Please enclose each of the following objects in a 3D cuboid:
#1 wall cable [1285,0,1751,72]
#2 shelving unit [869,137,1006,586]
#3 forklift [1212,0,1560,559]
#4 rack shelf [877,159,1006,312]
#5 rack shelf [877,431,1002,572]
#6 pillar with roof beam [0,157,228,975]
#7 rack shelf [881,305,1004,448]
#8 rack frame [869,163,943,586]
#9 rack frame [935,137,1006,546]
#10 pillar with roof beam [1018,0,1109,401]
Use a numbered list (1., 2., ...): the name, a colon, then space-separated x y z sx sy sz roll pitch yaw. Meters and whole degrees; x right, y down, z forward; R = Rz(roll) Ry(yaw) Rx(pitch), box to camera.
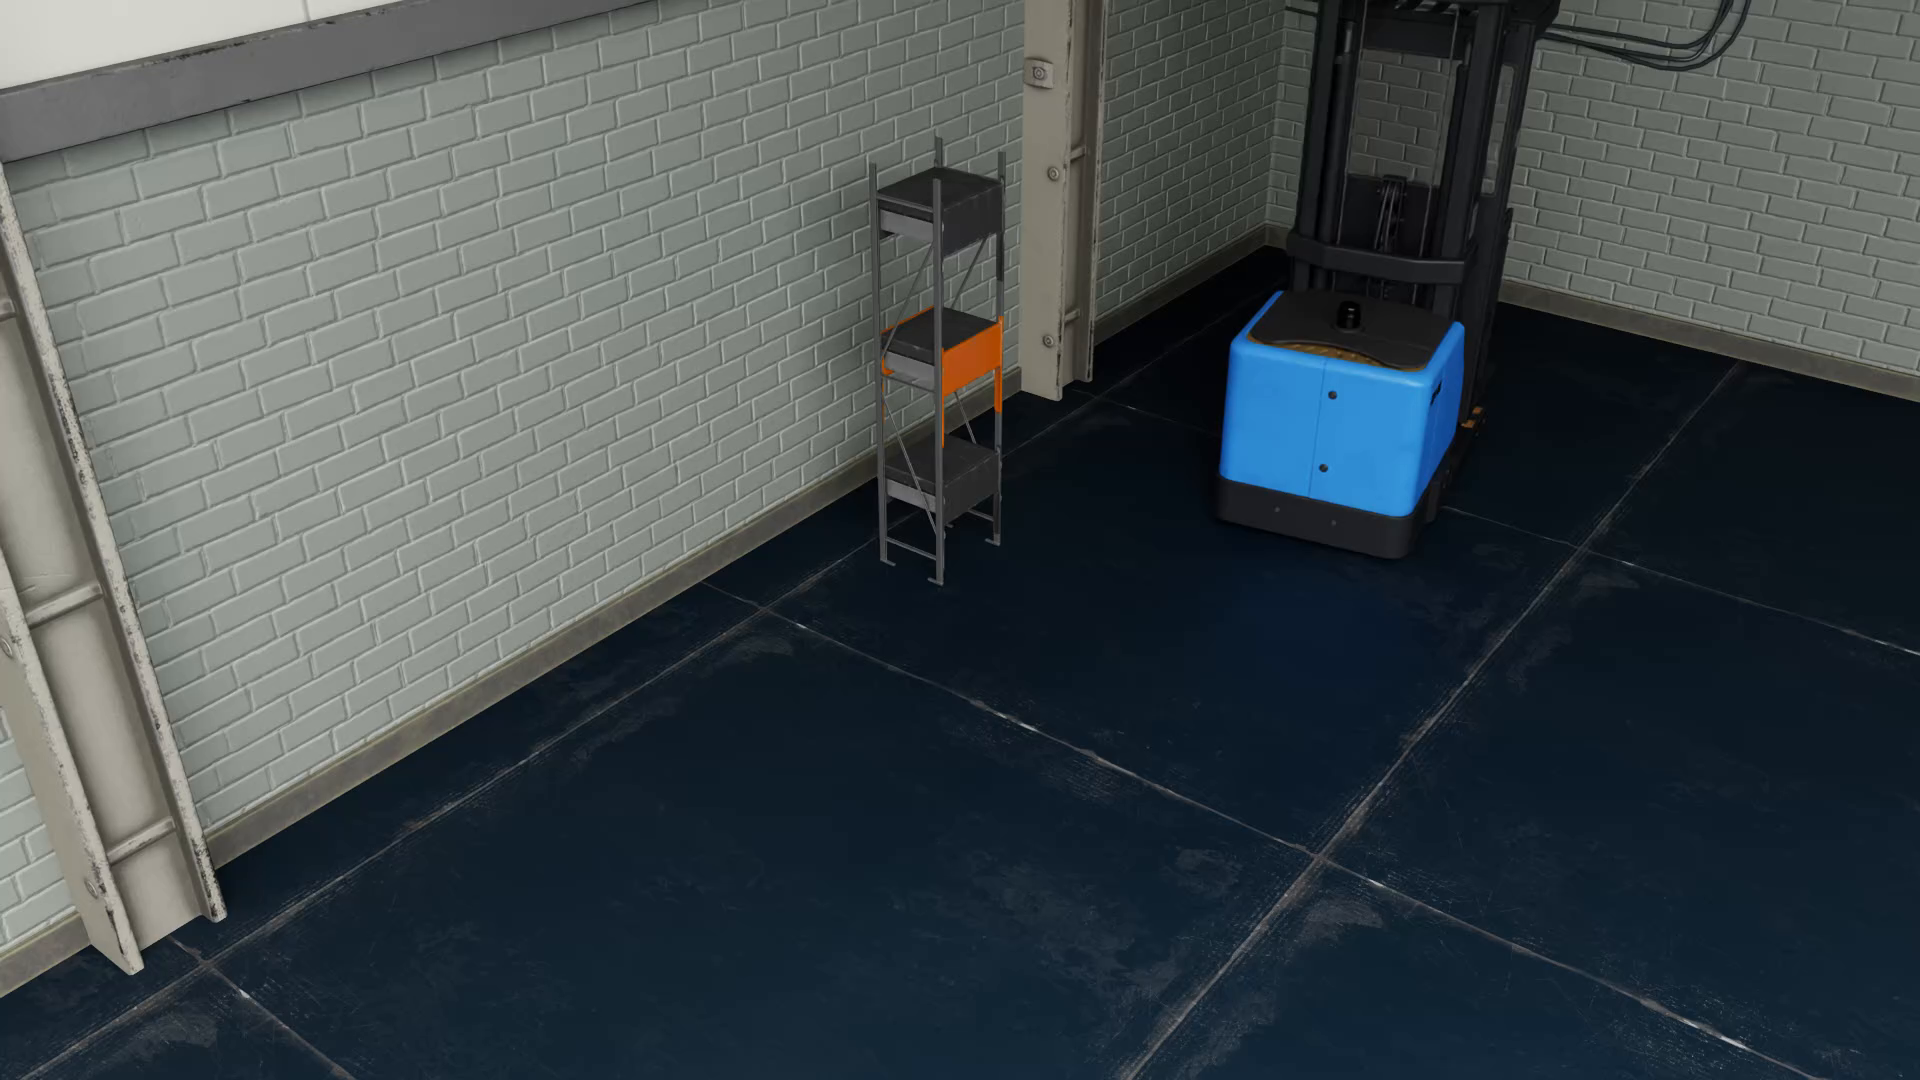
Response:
1. wall cable: 3.426 -4.302 10.229 3.097 2.526 0.112 21 37 31
2. shelving unit: -0.100 -0.836 8.101 0.431 2.100 0.503 21 37 31
3. forklift: 2.458 -1.893 9.069 1.130 2.935 3.031 14 34 23
4. rack shelf: -0.100 -1.426 7.751 0.431 0.518 0.480 21 37 31
5. rack shelf: -0.100 -0.222 8.465 0.431 0.518 0.480 21 37 31
6. pillar with roof beam: 0.404 -1.084 1.752 9.100 9.000 0.400 21 37 31
7. rack shelf: -0.100 -0.824 8.108 0.431 0.518 0.480 21 37 31
8. rack frame: -0.247 -0.737 7.934 0.400 2.100 0.015 21 37 31
9. rack frame: 0.047 -0.935 8.268 0.400 2.100 0.015 21 37 31
10. pillar with roof beam: 4.025 -3.523 5.868 9.100 9.000 0.400 21 37 31
